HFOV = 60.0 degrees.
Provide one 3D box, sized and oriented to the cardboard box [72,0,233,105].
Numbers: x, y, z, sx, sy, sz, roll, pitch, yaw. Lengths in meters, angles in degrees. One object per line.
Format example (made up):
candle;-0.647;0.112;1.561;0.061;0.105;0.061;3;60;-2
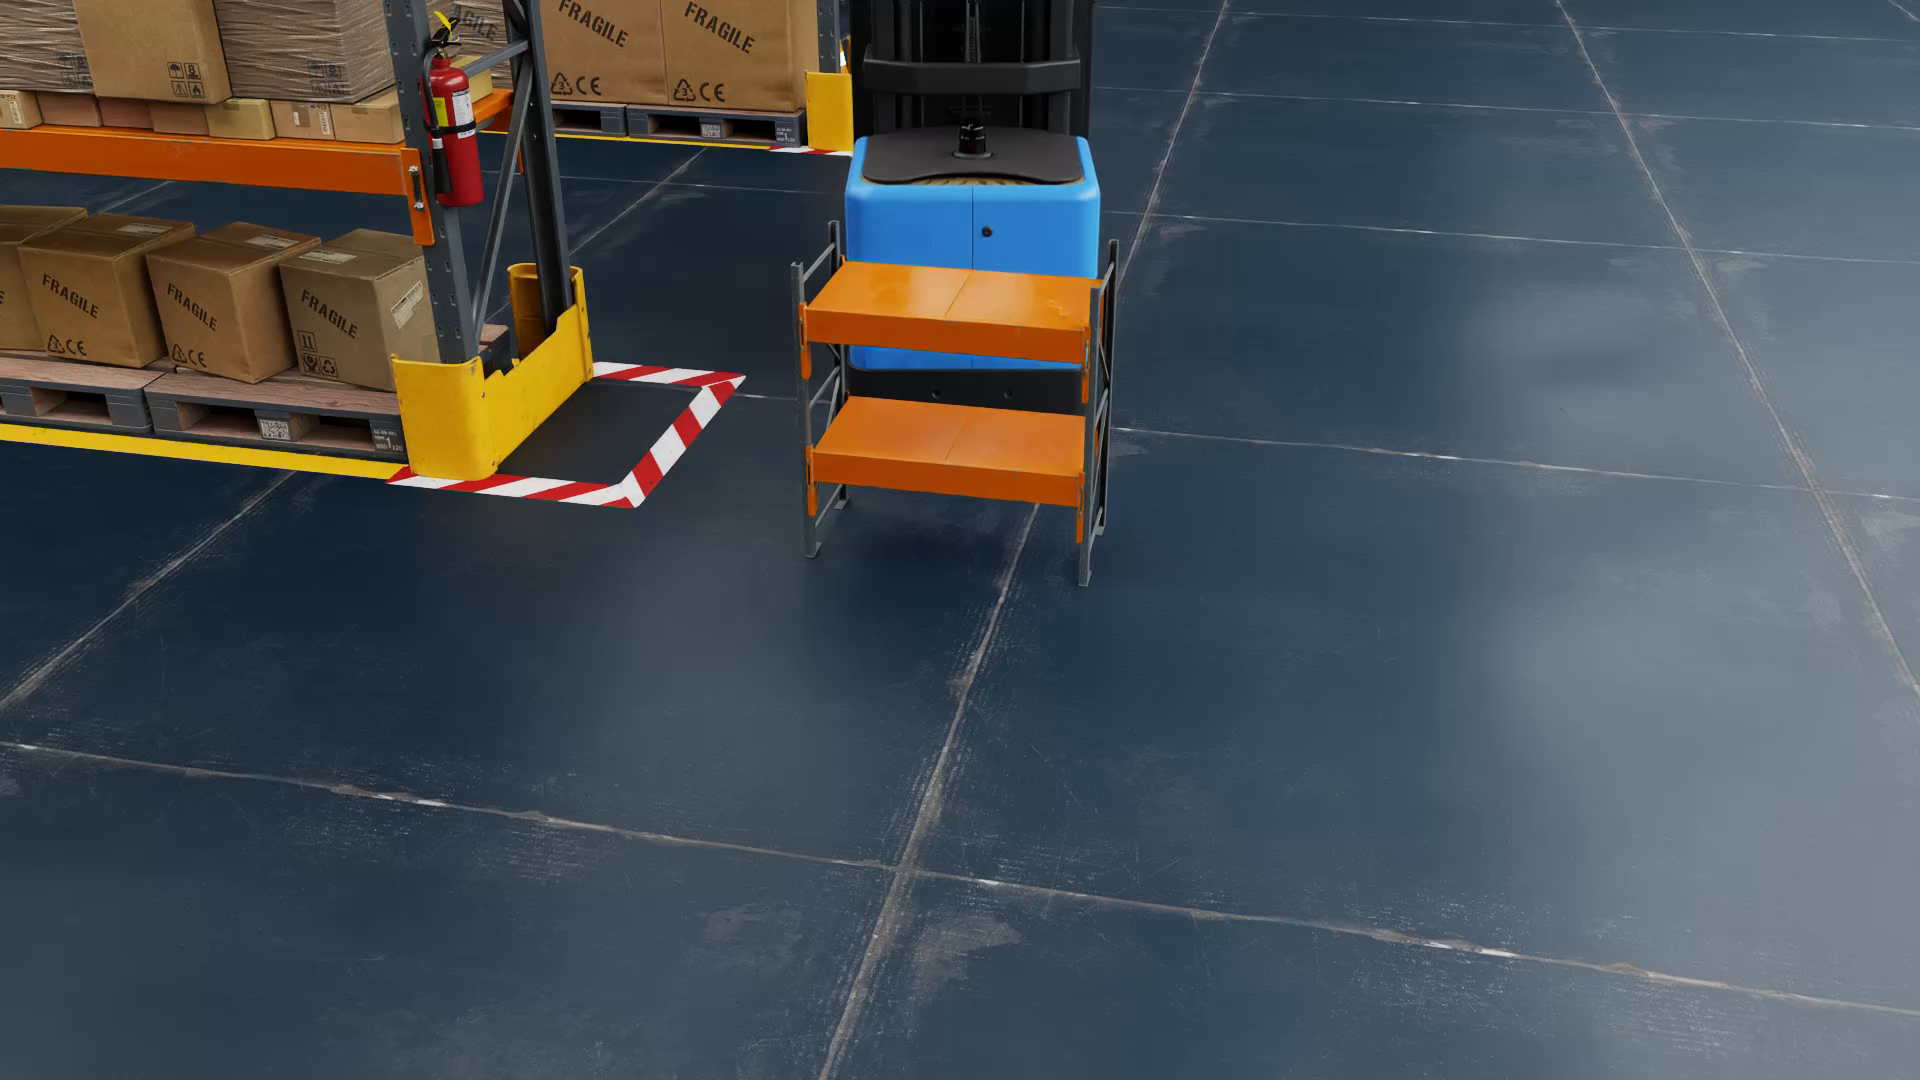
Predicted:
cardboard box;-2.930;-2.066;6.486;0.500;0.500;0.875;6;29;11

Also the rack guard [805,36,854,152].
rack guard;-0.726;-3.050;11.301;0.348;0.500;1.175;6;29;11

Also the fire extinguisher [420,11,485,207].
fire extinguisher;-1.868;-1.568;6.071;0.183;0.674;0.296;6;29;11

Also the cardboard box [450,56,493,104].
cardboard box;-2.113;-1.860;6.785;0.250;0.149;0.380;6;29;11

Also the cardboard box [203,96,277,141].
cardboard box;-2.705;-1.677;6.452;0.250;0.149;0.380;6;29;11

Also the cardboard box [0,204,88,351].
cardboard box;-4.227;-1.180;7.448;0.500;0.500;0.500;3;29;6

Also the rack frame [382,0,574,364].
rack frame;-1.884;-1.830;6.468;0.127;3.000;1.000;6;29;11

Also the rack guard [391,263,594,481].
rack guard;-1.958;-0.741;7.083;0.348;0.500;1.175;6;29;11

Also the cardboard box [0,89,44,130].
cardboard box;-3.694;-1.752;6.589;0.250;0.149;0.380;6;29;11

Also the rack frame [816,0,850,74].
rack frame;-0.749;-4.149;10.705;0.127;3.000;1.000;6;29;11

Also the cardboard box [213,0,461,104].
cardboard box;-2.416;-2.072;6.497;0.500;0.500;0.875;6;29;11

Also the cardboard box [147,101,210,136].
cardboard box;-2.946;-1.710;6.511;0.250;0.149;0.380;6;29;11

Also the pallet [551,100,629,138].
pallet;-2.737;-3.093;11.679;1.213;0.211;1.003;6;29;11

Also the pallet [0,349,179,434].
pallet;-3.935;-0.836;7.557;1.213;0.211;1.003;6;29;11

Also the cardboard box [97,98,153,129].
cardboard box;-3.182;-1.754;6.592;0.250;0.149;0.380;6;29;11

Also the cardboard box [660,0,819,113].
cardboard box;-1.426;-3.438;11.182;0.875;0.875;0.875;6;29;11

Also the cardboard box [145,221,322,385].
cardboard box;-3.083;-1.032;7.177;0.500;0.500;0.500;14;32;24

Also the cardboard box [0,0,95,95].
cardboard box;-3.410;-2.136;6.615;0.500;0.500;0.875;6;29;11

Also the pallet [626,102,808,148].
pallet;-1.547;-2.969;11.454;1.213;0.211;1.003;6;29;11

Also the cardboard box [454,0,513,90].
cardboard box;-3.178;-3.618;11.510;0.875;0.875;0.875;6;29;11

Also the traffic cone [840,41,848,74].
traffic cone;-0.972;-3.756;12.629;0.334;0.463;0.336;6;29;11

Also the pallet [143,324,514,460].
pallet;-2.745;-0.712;7.331;1.213;0.211;1.003;6;29;11

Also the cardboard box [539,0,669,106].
cardboard box;-2.287;-3.525;11.341;0.875;0.875;0.875;5;29;10

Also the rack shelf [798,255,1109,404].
rack shelf;-0.007;-0.751;5.841;1.000;0.278;0.538;6;29;11

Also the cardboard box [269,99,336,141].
cardboard box;-2.450;-1.676;6.450;0.250;0.149;0.380;6;29;11

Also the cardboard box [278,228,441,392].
cardboard box;-2.491;-0.988;7.097;0.500;0.500;0.500;11;31;20

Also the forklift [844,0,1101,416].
forklift;0.051;-2.441;7.656;1.130;2.935;3.031;0;29;0

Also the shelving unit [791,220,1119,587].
shelving unit;-0.007;-0.494;5.981;1.048;1.125;0.538;6;29;11

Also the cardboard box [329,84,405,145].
cardboard box;-2.206;-1.651;6.404;0.250;0.149;0.380;6;29;11

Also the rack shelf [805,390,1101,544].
rack shelf;-0.007;-0.280;6.099;1.000;0.278;0.538;6;29;11

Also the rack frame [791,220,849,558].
rack frame;-0.504;-0.545;6.074;0.032;1.125;0.500;6;29;11

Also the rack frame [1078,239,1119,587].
rack frame;0.491;-0.443;5.888;0.032;1.125;0.500;6;29;11

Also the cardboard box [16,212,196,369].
cardboard box;-3.691;-1.103;7.308;0.500;0.500;0.500;9;30;15

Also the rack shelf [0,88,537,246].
rack shelf;-3.840;-1.715;7.008;4.000;0.370;1.077;6;29;11

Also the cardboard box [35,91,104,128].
cardboard box;-3.431;-1.769;6.619;0.250;0.149;0.380;6;29;11
